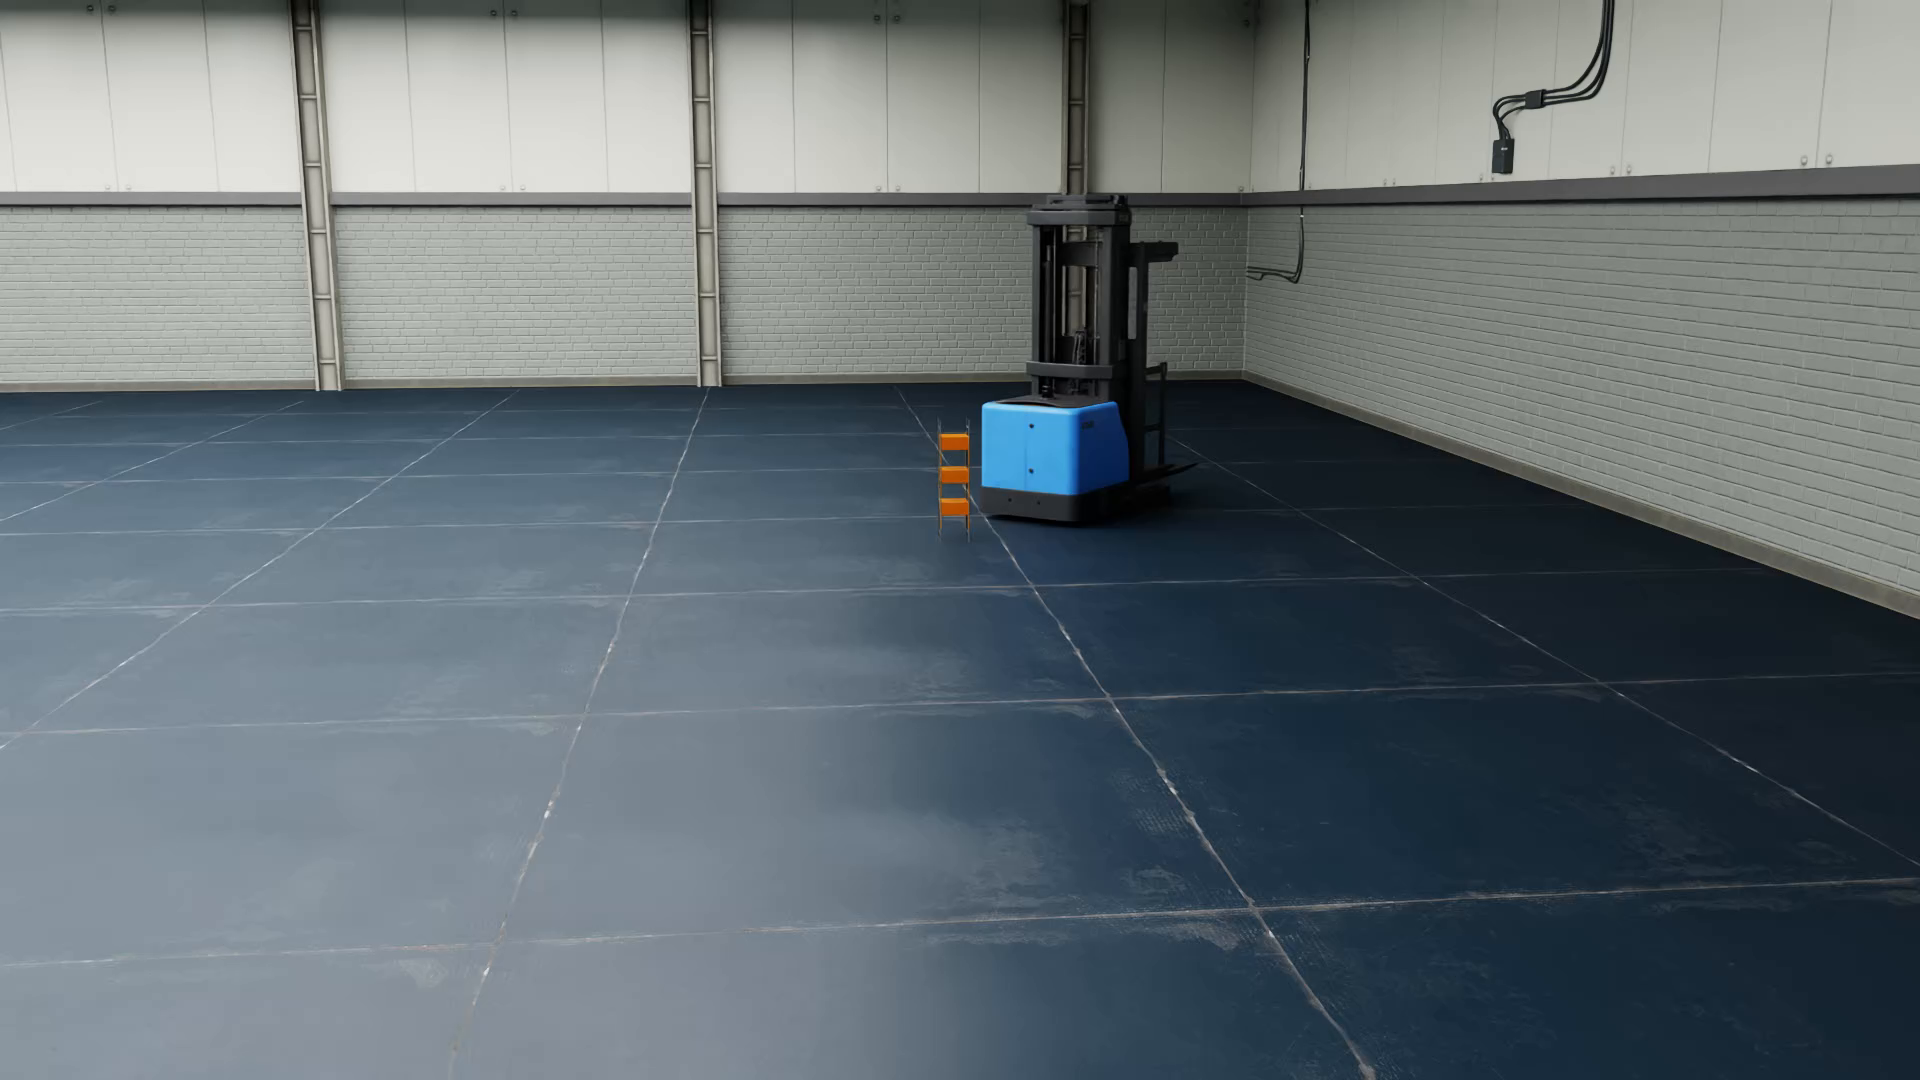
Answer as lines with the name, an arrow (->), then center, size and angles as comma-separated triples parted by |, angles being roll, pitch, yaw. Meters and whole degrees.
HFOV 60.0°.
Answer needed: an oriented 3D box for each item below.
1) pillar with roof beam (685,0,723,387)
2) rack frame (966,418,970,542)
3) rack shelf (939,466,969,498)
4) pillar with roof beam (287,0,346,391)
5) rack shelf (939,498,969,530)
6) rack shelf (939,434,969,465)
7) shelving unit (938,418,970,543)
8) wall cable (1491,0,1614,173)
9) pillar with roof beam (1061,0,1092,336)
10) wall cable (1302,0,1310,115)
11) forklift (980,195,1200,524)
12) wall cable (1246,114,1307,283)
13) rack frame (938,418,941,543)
pillar with roof beam -> -3.629, -6.119, 22.163 | 0.548, 9.000, 9.100 | -1, 11, -6
rack frame -> 0.068, -0.517, 14.274 | 0.008, 1.050, 0.200 | -1, 11, -6
rack shelf -> -0.053, -0.504, 14.263 | 0.240, 0.259, 0.215 | -1, 11, -6
pillar with roof beam -> -9.594, -5.994, 21.527 | 0.400, 9.000, 9.100 | -1, 11, -6
rack shelf -> -0.053, -0.231, 14.317 | 0.240, 0.259, 0.215 | -1, 11, -6
rack shelf -> -0.053, -0.782, 14.208 | 0.240, 0.259, 0.215 | -1, 11, -6
shelving unit -> -0.053, -0.514, 14.261 | 0.252, 1.050, 0.215 | -1, 11, -6
wall cable -> 5.952, -6.725, 16.430 | 0.169, 6.003, 2.305 | -1, 11, -6
pillar with roof beam -> 2.336, -6.244, 22.799 | 0.548, 9.000, 9.100 | -1, 11, -6
wall cable -> 5.235, -7.313, 23.194 | 0.112, 2.526, 3.097 | -1, 11, -6
forklift -> 1.402, -1.821, 16.034 | 1.130, 2.935, 3.031 | 7, 13, 32
wall cable -> 4.943, -5.353, 26.320 | 0.112, 2.526, 3.097 | -1, 11, -6
rack frame -> -0.174, -0.511, 14.248 | 0.008, 1.050, 0.200 | -1, 11, -6
